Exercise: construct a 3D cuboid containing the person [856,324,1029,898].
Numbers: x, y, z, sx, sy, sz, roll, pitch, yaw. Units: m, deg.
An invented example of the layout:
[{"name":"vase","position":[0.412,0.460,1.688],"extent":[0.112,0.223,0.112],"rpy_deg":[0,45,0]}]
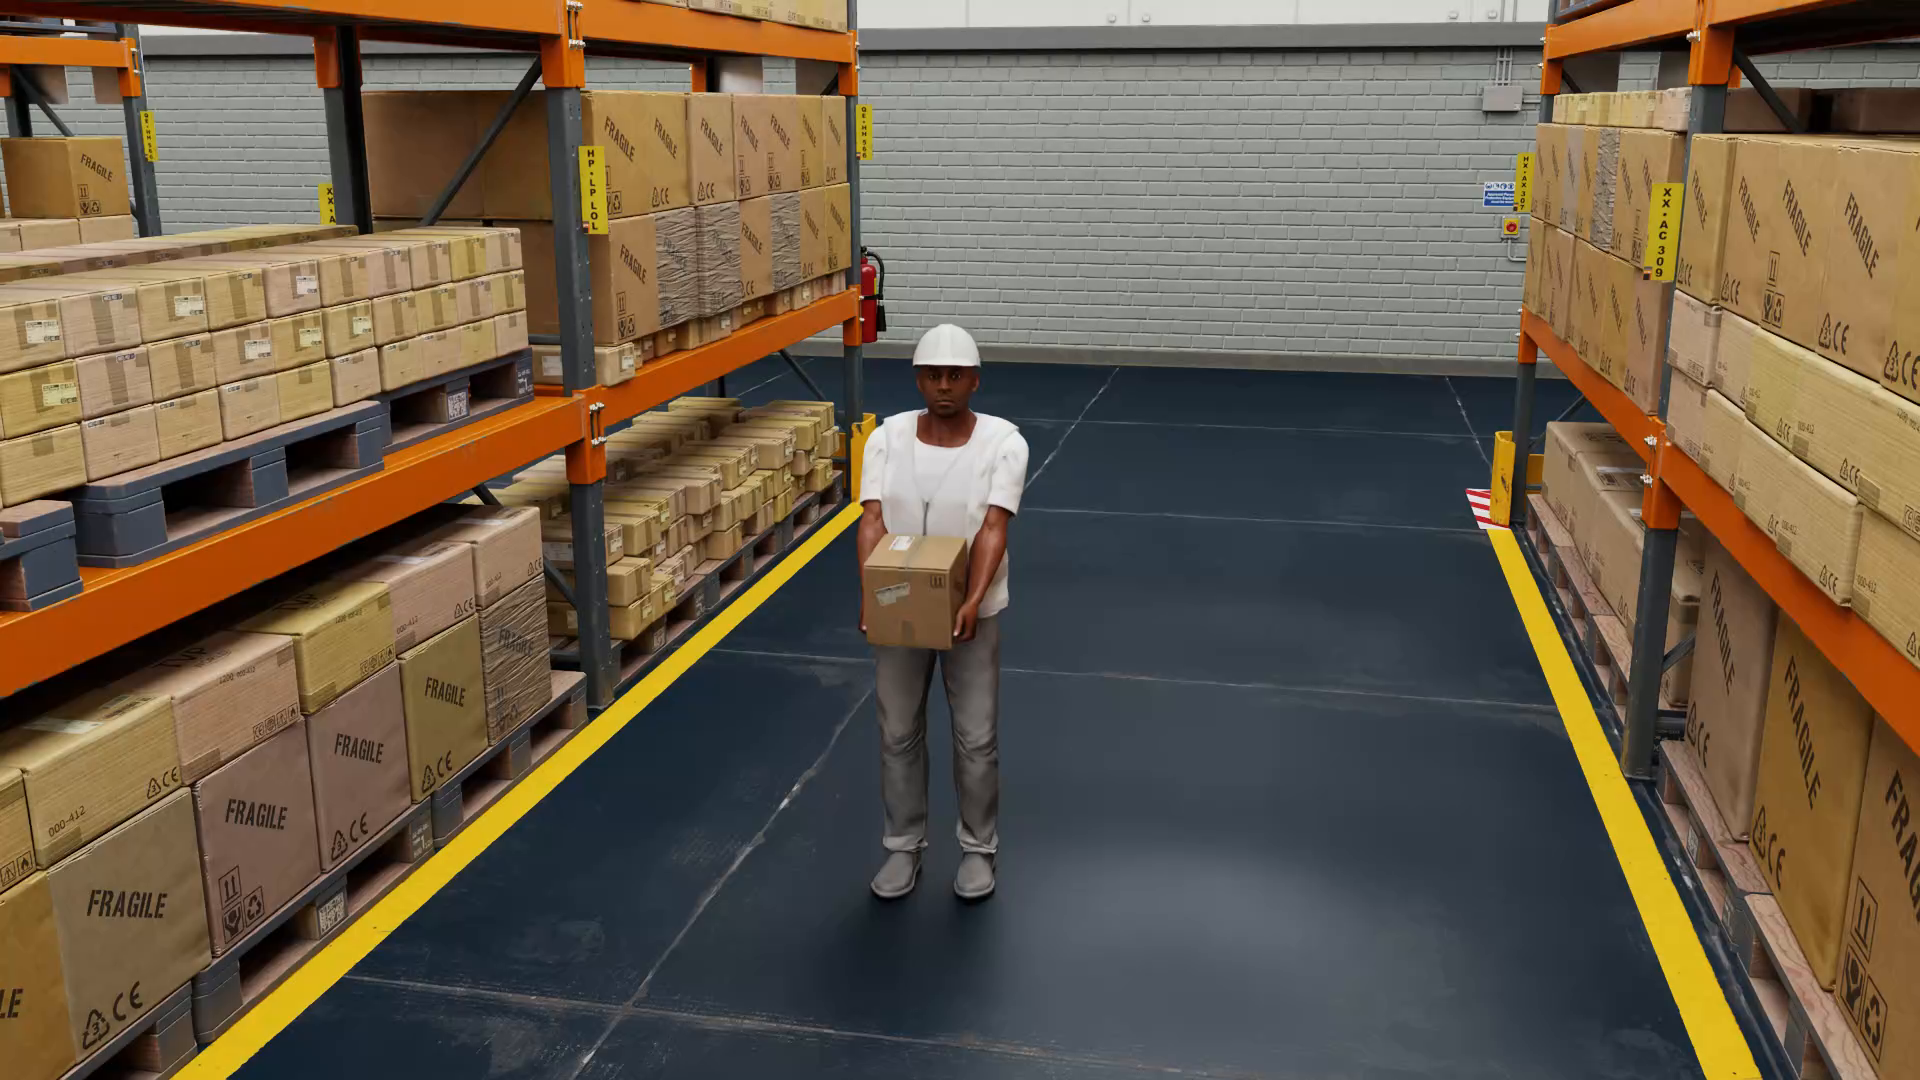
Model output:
[{"name":"person","position":[-0.073,0.243,5.033],"extent":[0.504,1.762,0.563],"rpy_deg":[3,15,12]}]
